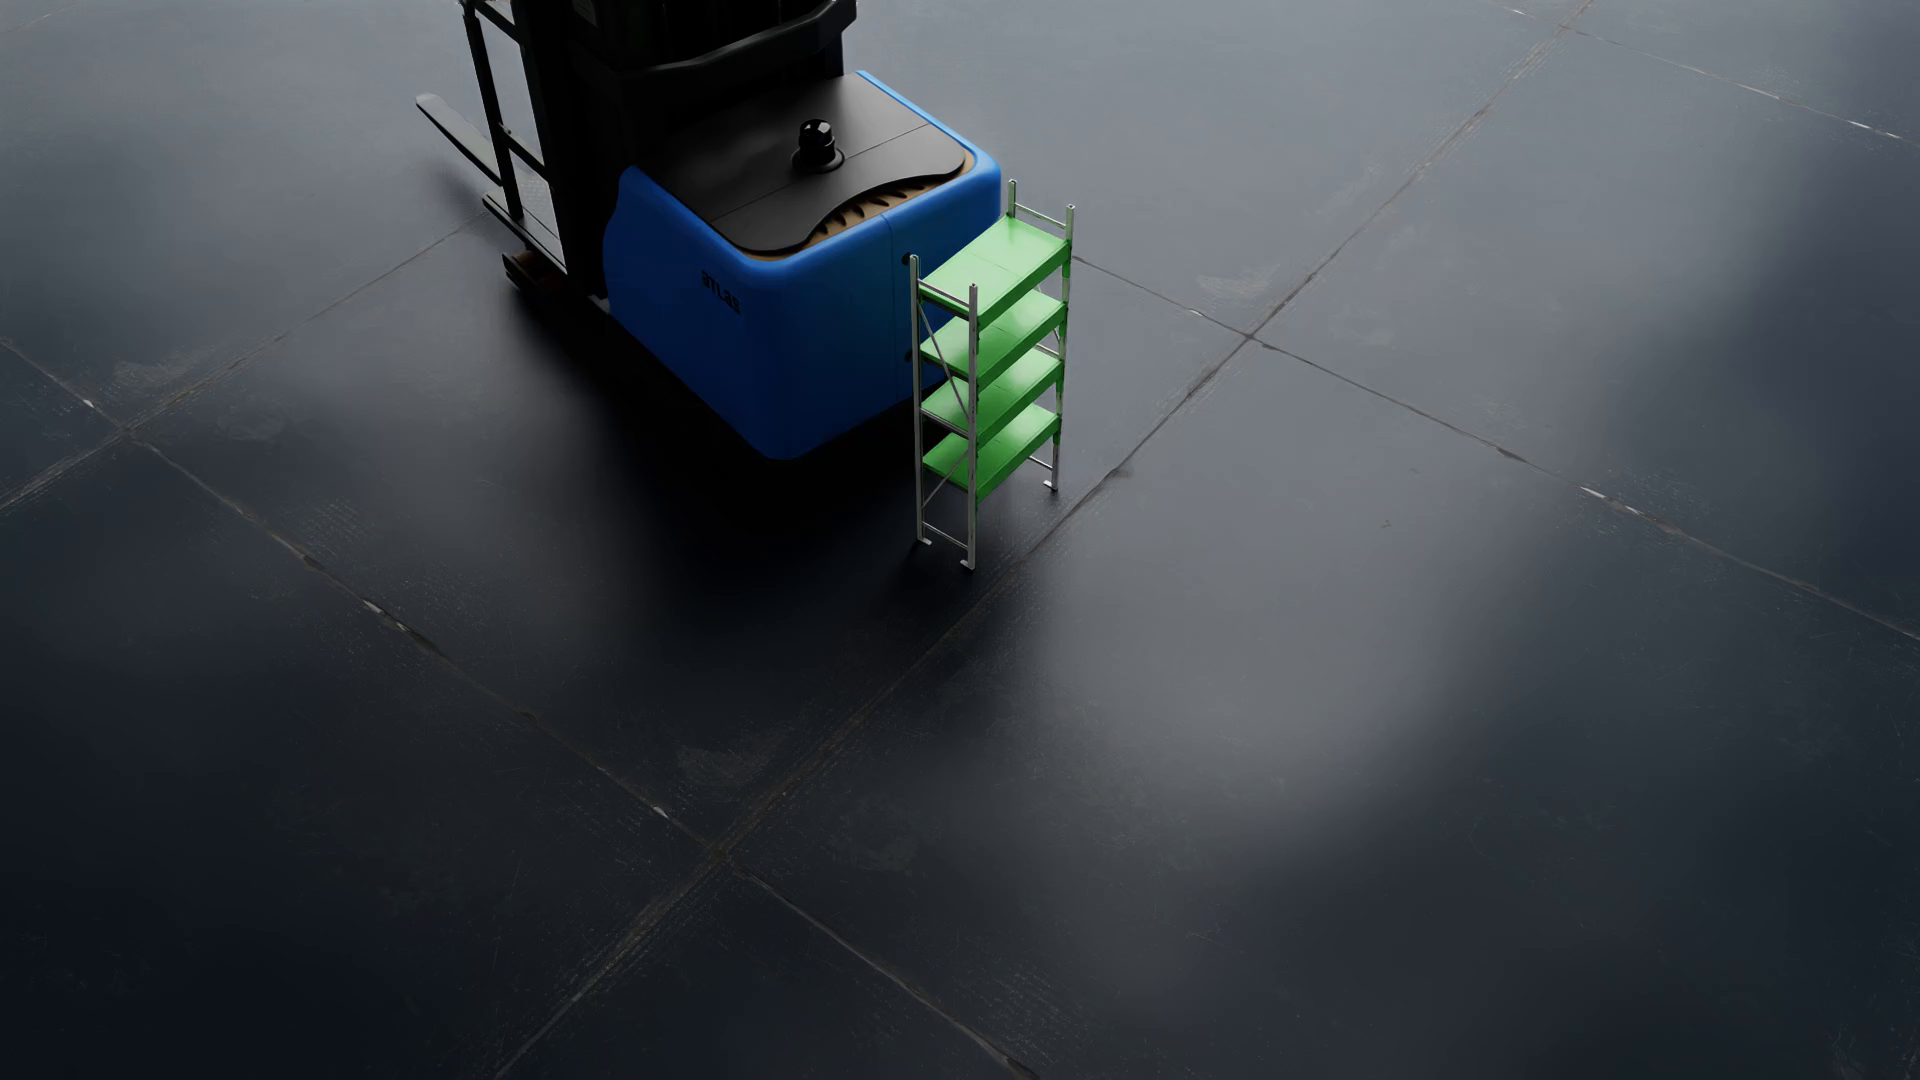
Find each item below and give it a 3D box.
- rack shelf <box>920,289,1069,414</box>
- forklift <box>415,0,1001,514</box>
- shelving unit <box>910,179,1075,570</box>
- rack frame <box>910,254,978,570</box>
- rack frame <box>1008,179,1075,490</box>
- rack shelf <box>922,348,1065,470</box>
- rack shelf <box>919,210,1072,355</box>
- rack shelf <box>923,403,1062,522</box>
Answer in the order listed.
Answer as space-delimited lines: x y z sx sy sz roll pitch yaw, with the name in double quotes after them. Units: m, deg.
0.101 -0.631 5.279 0.258 0.148 0.480 29 53 25 "rack shelf"
-1.171 -2.107 5.736 1.130 2.935 3.031 -31 54 -26 "forklift"
0.101 -0.509 5.407 0.258 1.200 0.503 29 53 25 "shelving unit"
-0.048 -0.370 5.273 0.240 1.200 0.015 29 53 25 "rack frame"
0.250 -0.649 5.540 0.240 1.200 0.015 29 53 25 "rack frame"
0.101 -0.465 5.453 0.258 0.148 0.480 29 53 25 "rack shelf"
0.101 -0.797 5.106 0.258 0.148 0.480 29 53 25 "rack shelf"
0.101 -0.299 5.626 0.258 0.148 0.480 29 53 25 "rack shelf"
